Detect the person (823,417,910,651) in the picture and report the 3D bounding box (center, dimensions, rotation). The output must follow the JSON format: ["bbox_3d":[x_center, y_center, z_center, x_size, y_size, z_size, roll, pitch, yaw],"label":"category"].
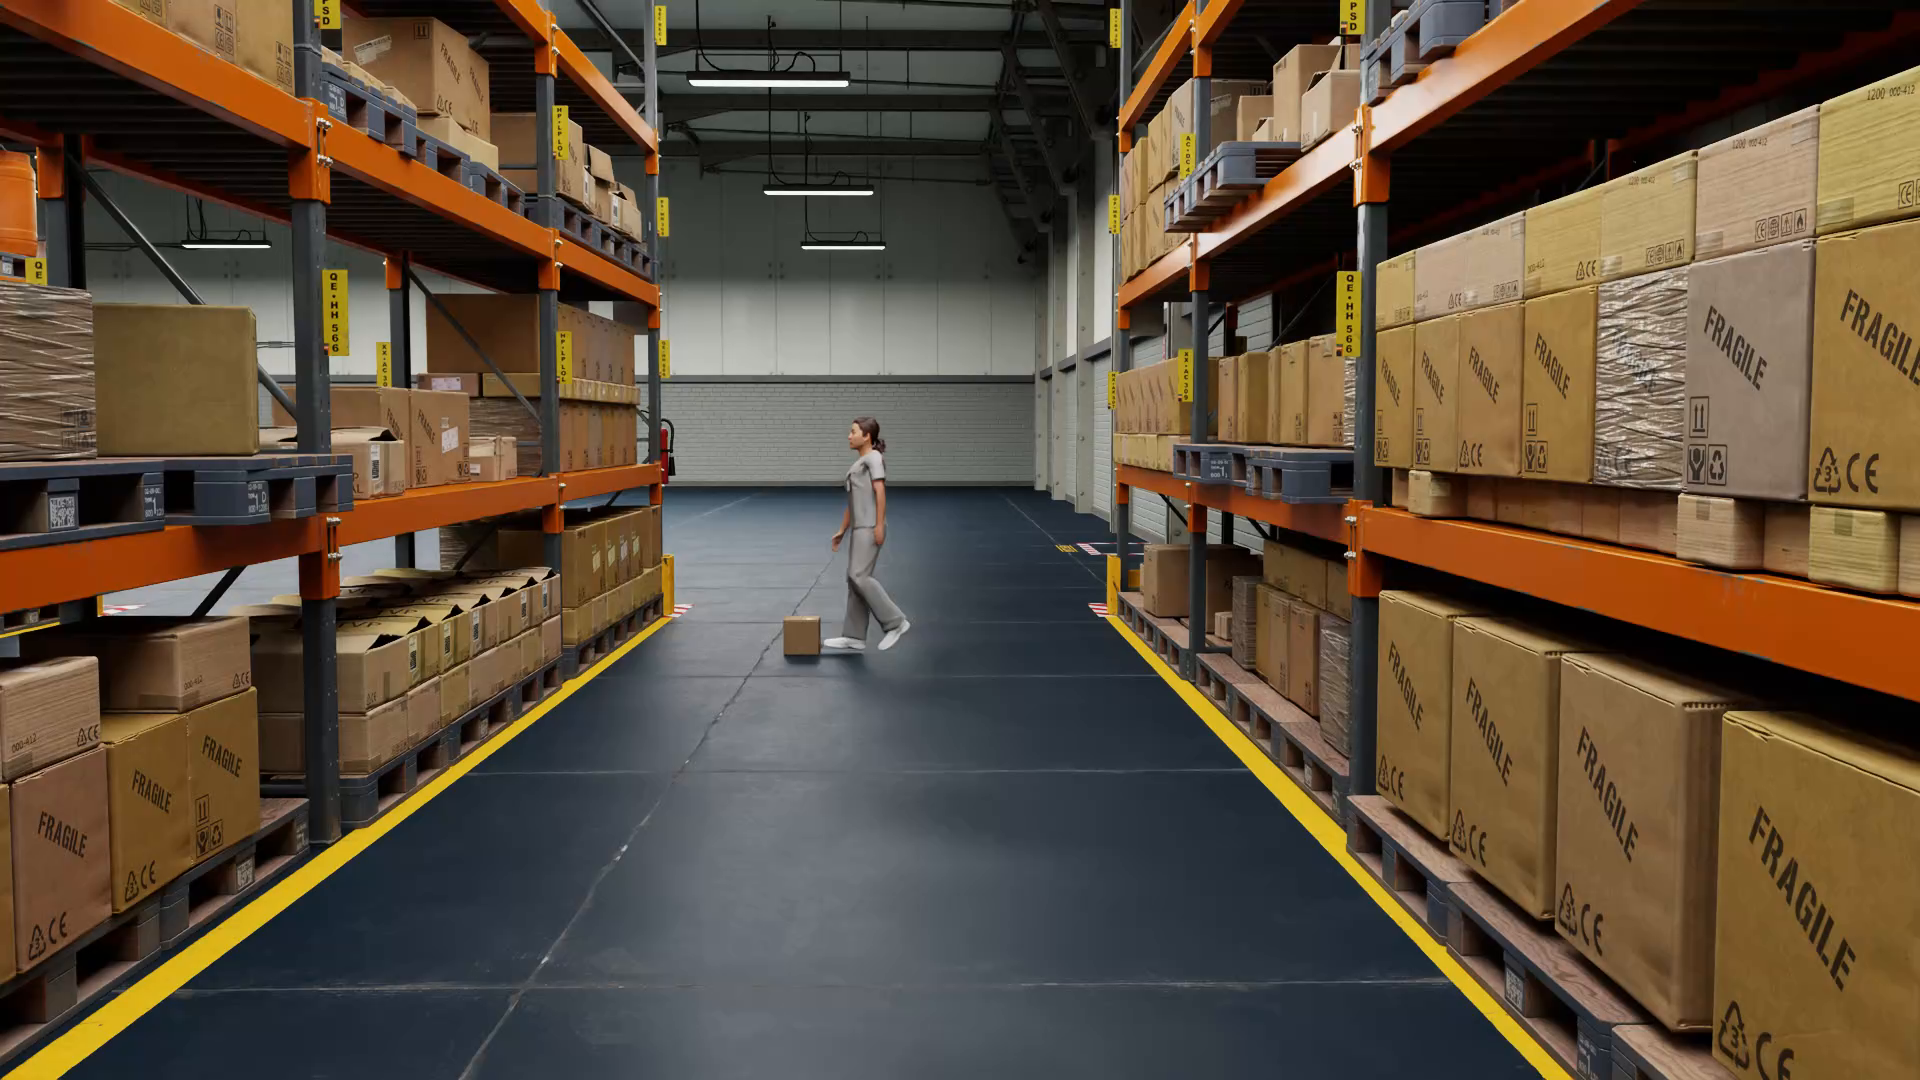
[{"bbox_3d":[-0.676,-0.041,11.855,0.595,1.670,0.554,-1,4,-11],"label":"person"}]
